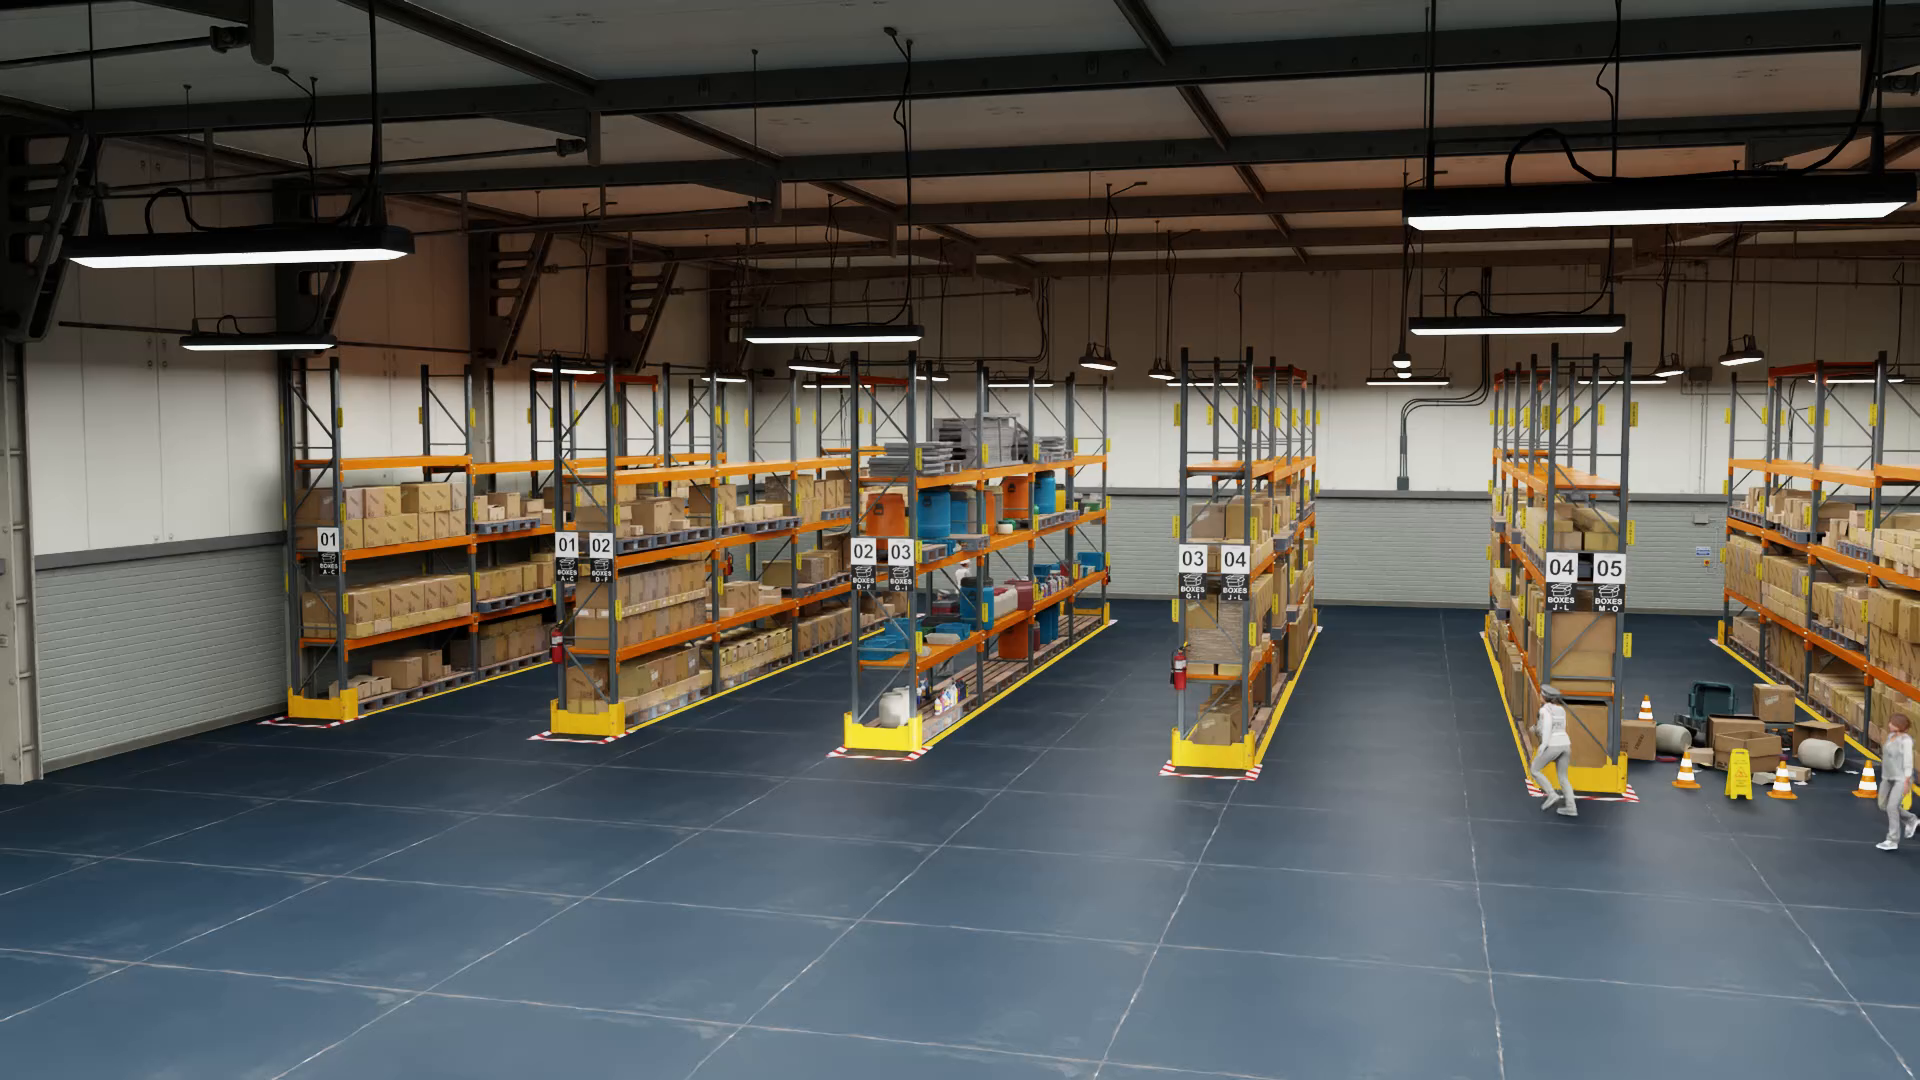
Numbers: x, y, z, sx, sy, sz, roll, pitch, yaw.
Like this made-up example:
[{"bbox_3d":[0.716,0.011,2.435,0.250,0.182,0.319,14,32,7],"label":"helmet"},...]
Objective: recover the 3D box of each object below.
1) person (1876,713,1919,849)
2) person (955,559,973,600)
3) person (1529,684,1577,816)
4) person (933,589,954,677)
[{"bbox_3d":[10.918,2.781,19.266,0.659,1.577,0.419,-1,4,-13],"label":"person"},{"bbox_3d":[0.077,1.272,38.828,0.486,1.776,0.565,-3,5,-36],"label":"person"},{"bbox_3d":[7.546,2.656,21.199,0.588,1.587,0.831,-2,5,-22],"label":"person"},{"bbox_3d":[-0.320,1.808,32.296,0.403,1.720,0.531,1,4,12],"label":"person"}]
